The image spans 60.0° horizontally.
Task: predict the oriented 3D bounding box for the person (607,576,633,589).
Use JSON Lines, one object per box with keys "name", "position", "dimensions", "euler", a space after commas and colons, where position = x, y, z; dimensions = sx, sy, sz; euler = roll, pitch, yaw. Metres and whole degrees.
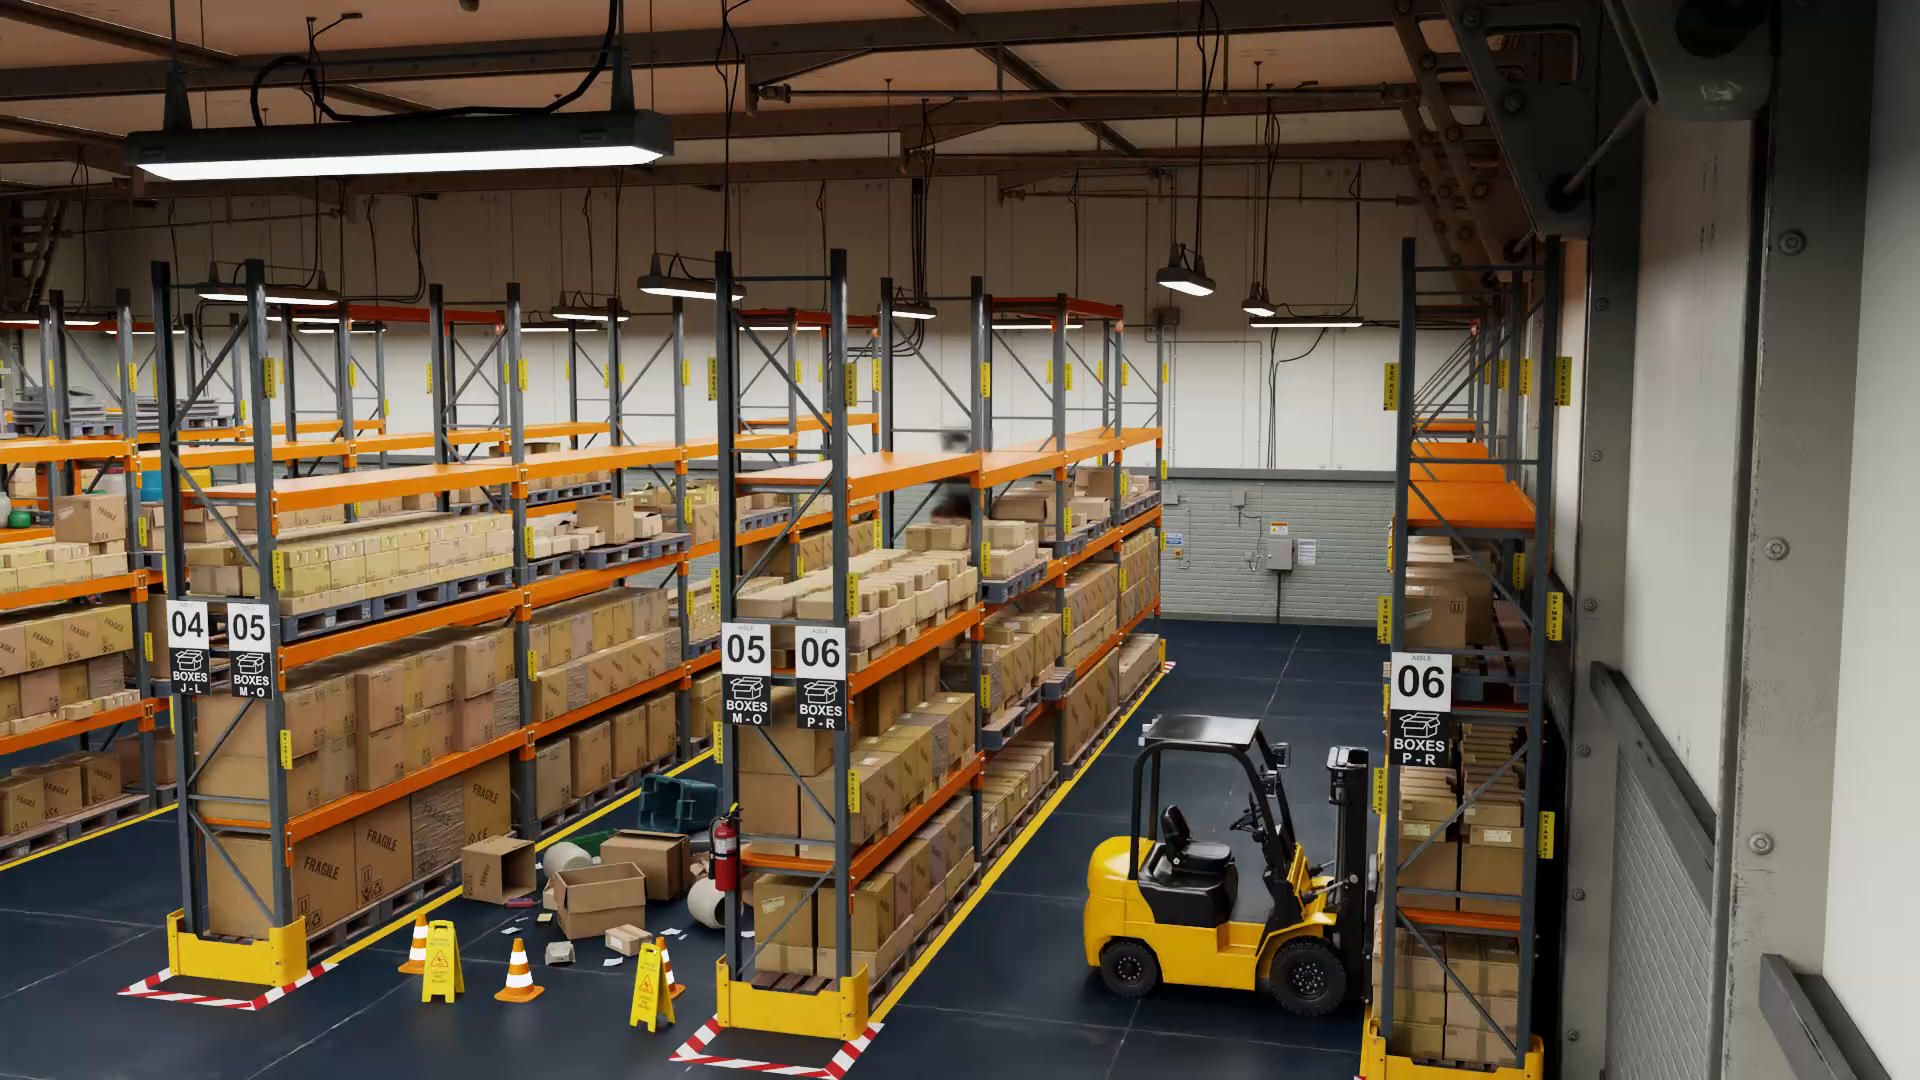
{"name": "person", "position": [-5.631, 1.335, 27.618], "dimensions": [0.662, 1.766, 1.002], "euler": [1, 6, 8]}
